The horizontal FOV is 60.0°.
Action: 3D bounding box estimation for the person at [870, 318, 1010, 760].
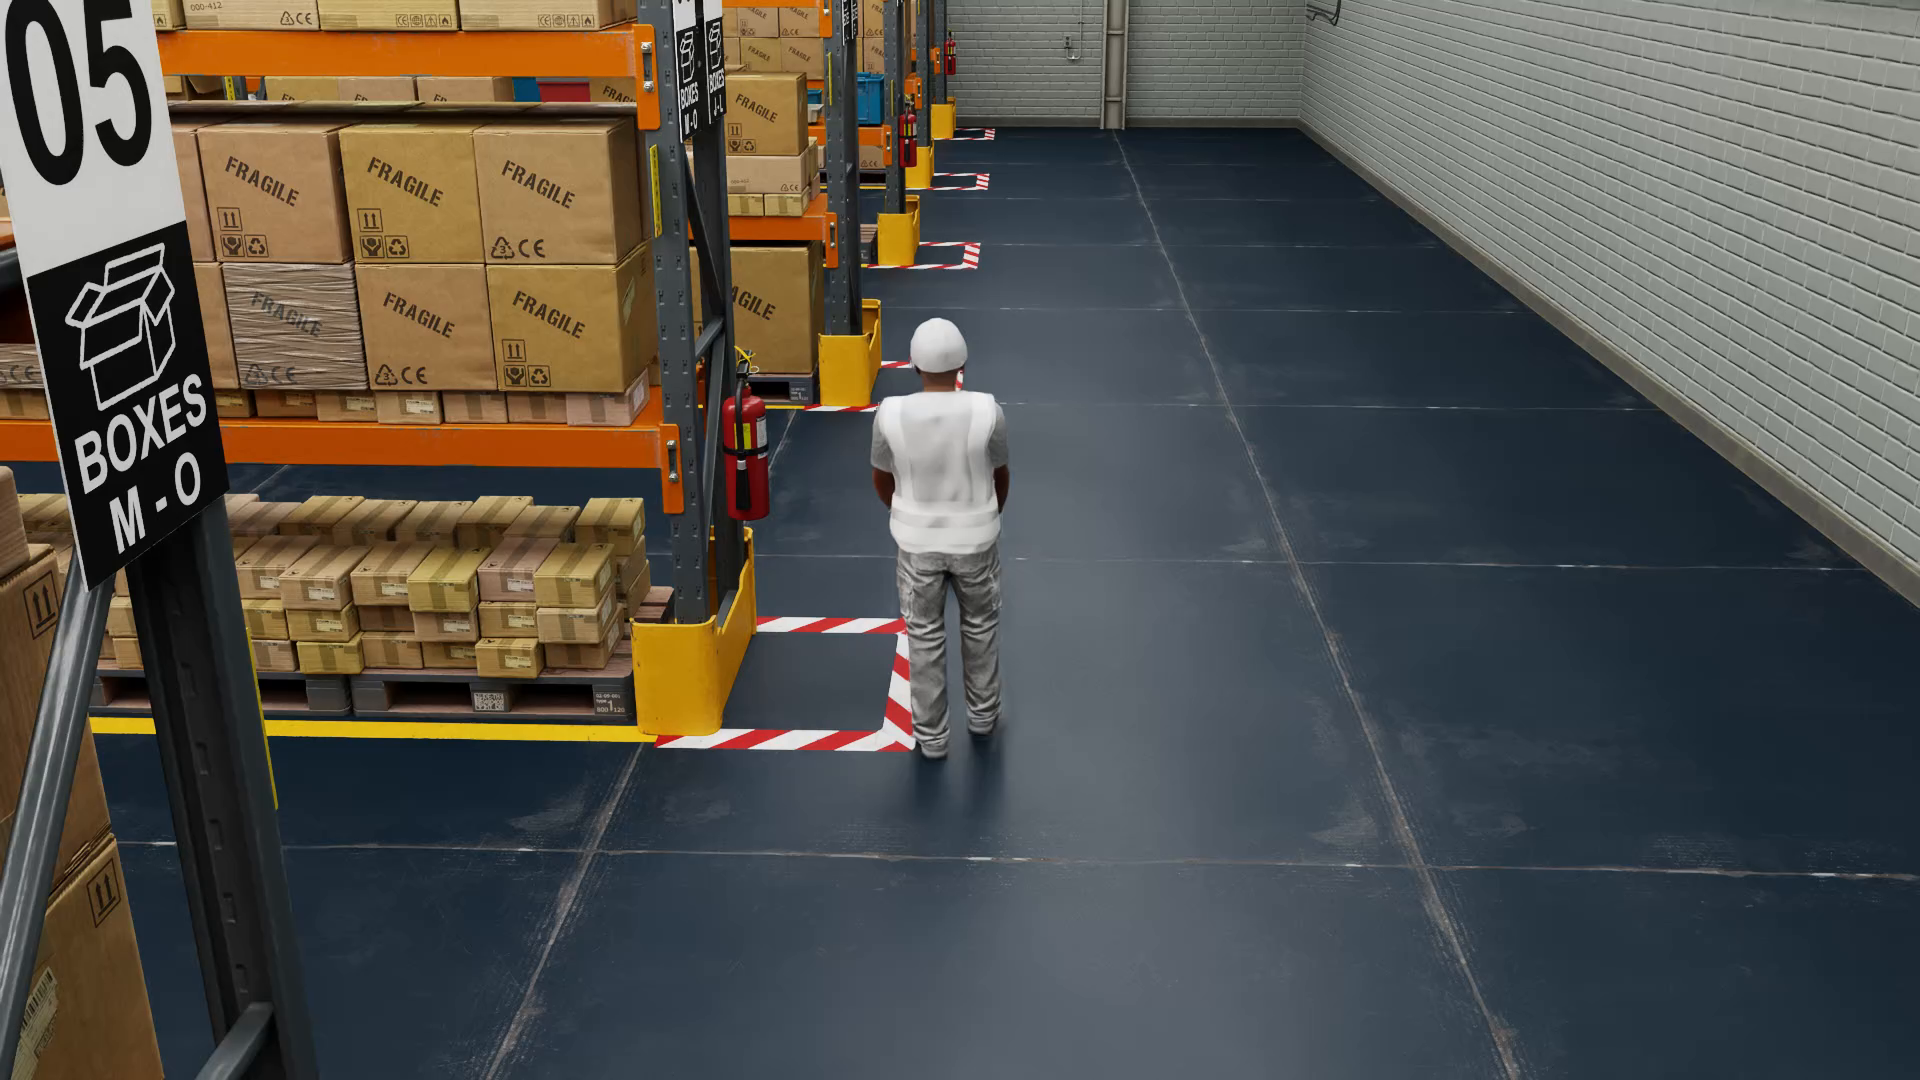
[{"bbox_3d":[-0.075,-0.033,6.611,0.540,1.785,0.551,0,21,0],"label":"person"}]
